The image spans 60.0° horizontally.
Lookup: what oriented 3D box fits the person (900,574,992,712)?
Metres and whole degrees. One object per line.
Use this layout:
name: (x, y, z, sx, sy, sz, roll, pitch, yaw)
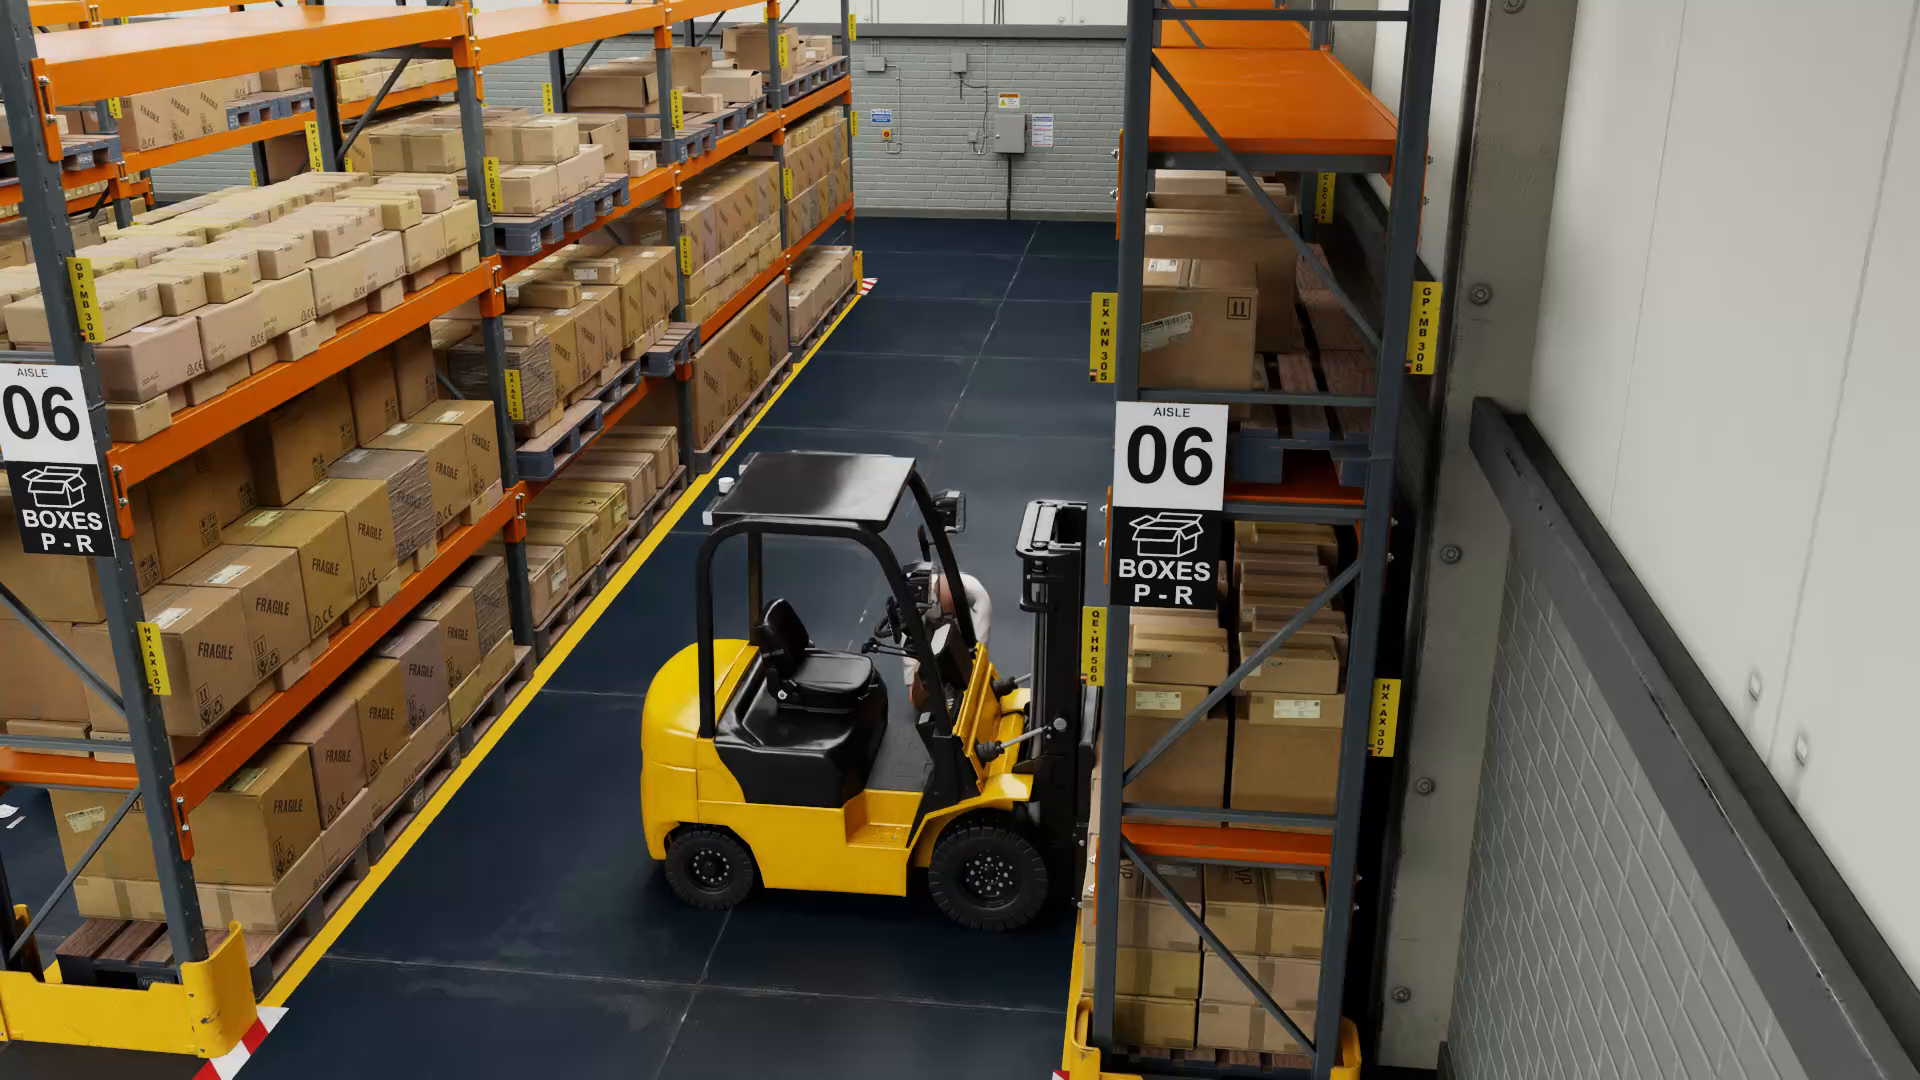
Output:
person: (-0.092, 0.601, 10.641, 0.613, 0.986, 0.910, 2, 21, 6)
